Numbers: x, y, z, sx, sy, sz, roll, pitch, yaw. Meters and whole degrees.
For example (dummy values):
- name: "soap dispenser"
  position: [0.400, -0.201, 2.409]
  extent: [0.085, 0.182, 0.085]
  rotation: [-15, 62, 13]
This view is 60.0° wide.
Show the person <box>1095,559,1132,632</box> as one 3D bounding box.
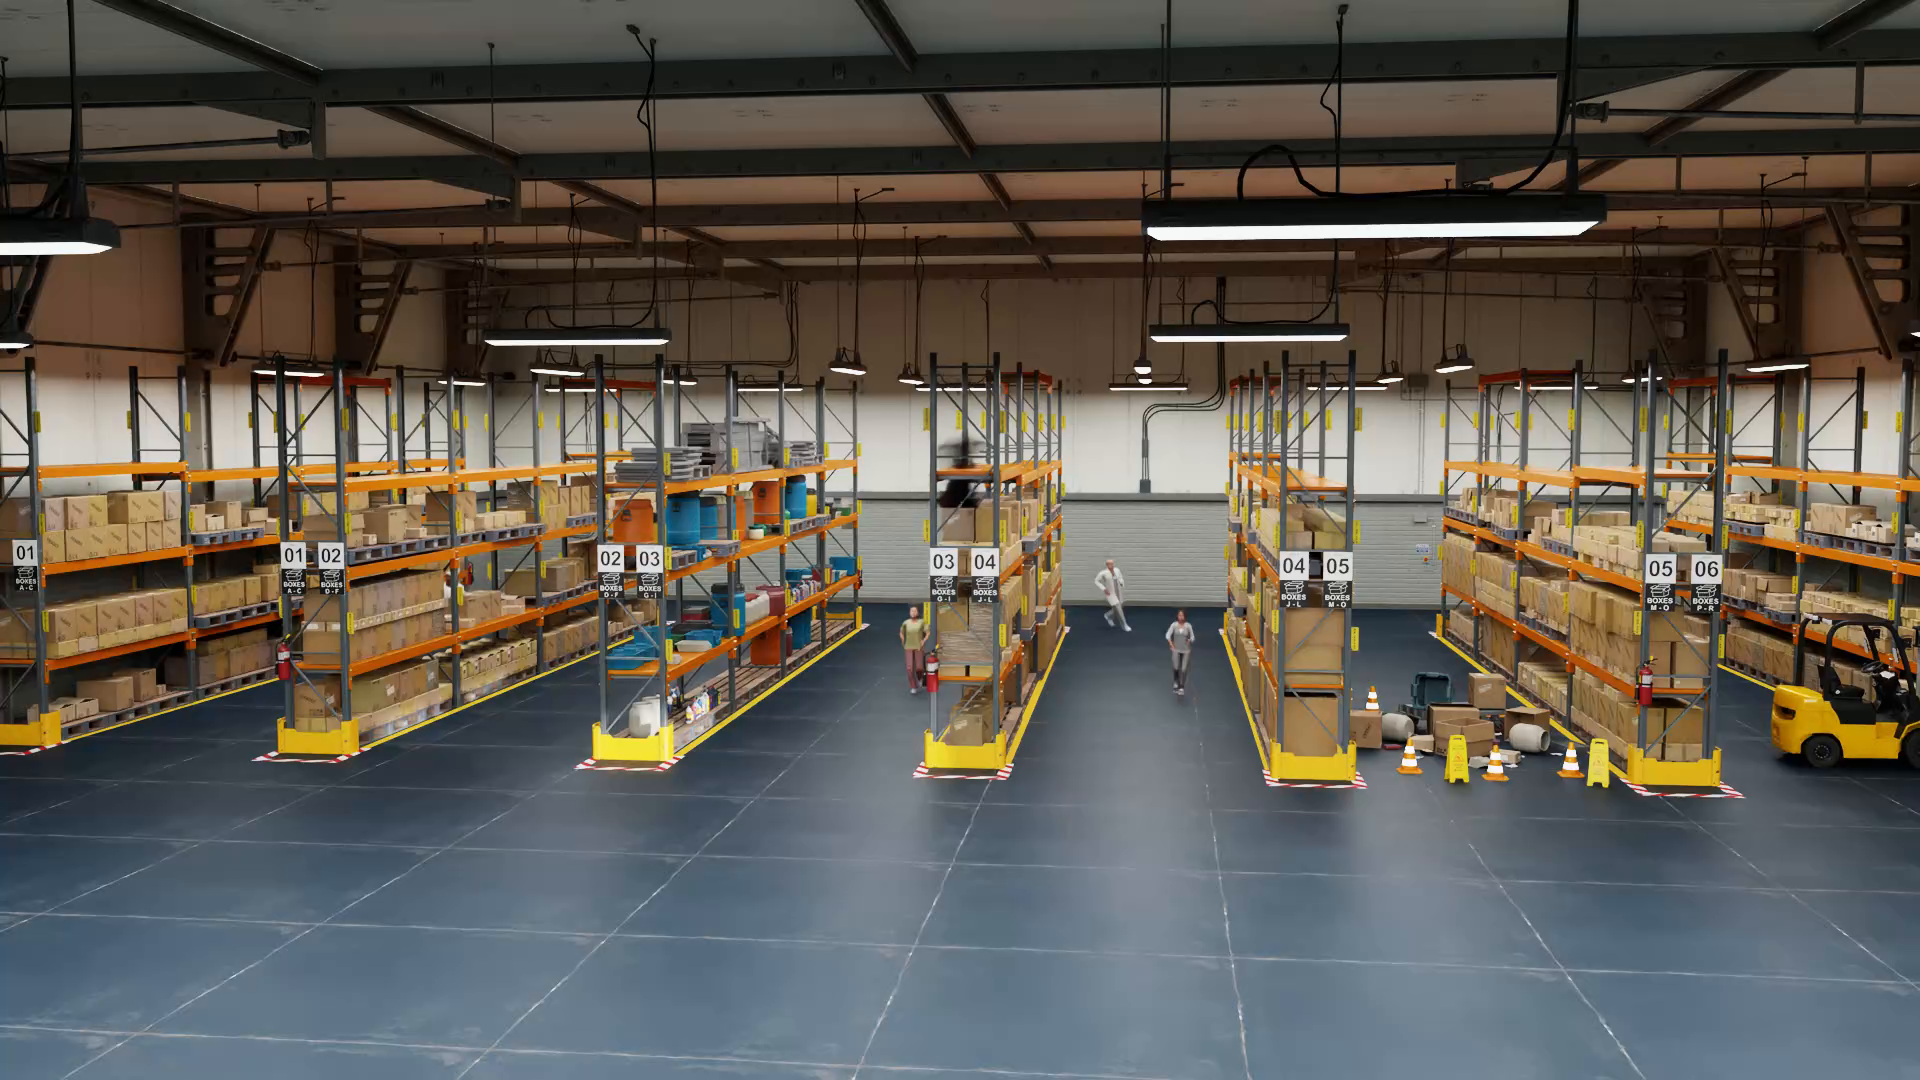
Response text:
- name: "person"
  position: [3.607, 1.318, 39.950]
  extent: [0.718, 1.729, 0.968]
  rotation: [-3, 5, -35]

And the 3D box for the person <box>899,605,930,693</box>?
- name: "person"
  position: [-0.848, 2.014, 30.768]
  extent: [0.577, 1.620, 0.566]
  rotation: [0, 4, 7]

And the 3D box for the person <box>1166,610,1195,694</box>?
- name: "person"
  position: [4.033, 2.061, 30.417]
  extent: [0.527, 1.560, 0.552]
  rotation: [0, 4, 5]

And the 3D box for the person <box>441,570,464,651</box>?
- name: "person"
  position: [-11.230, 1.542, 36.524]
  extent: [0.672, 1.785, 0.720]
  rotation: [0, 4, -7]
